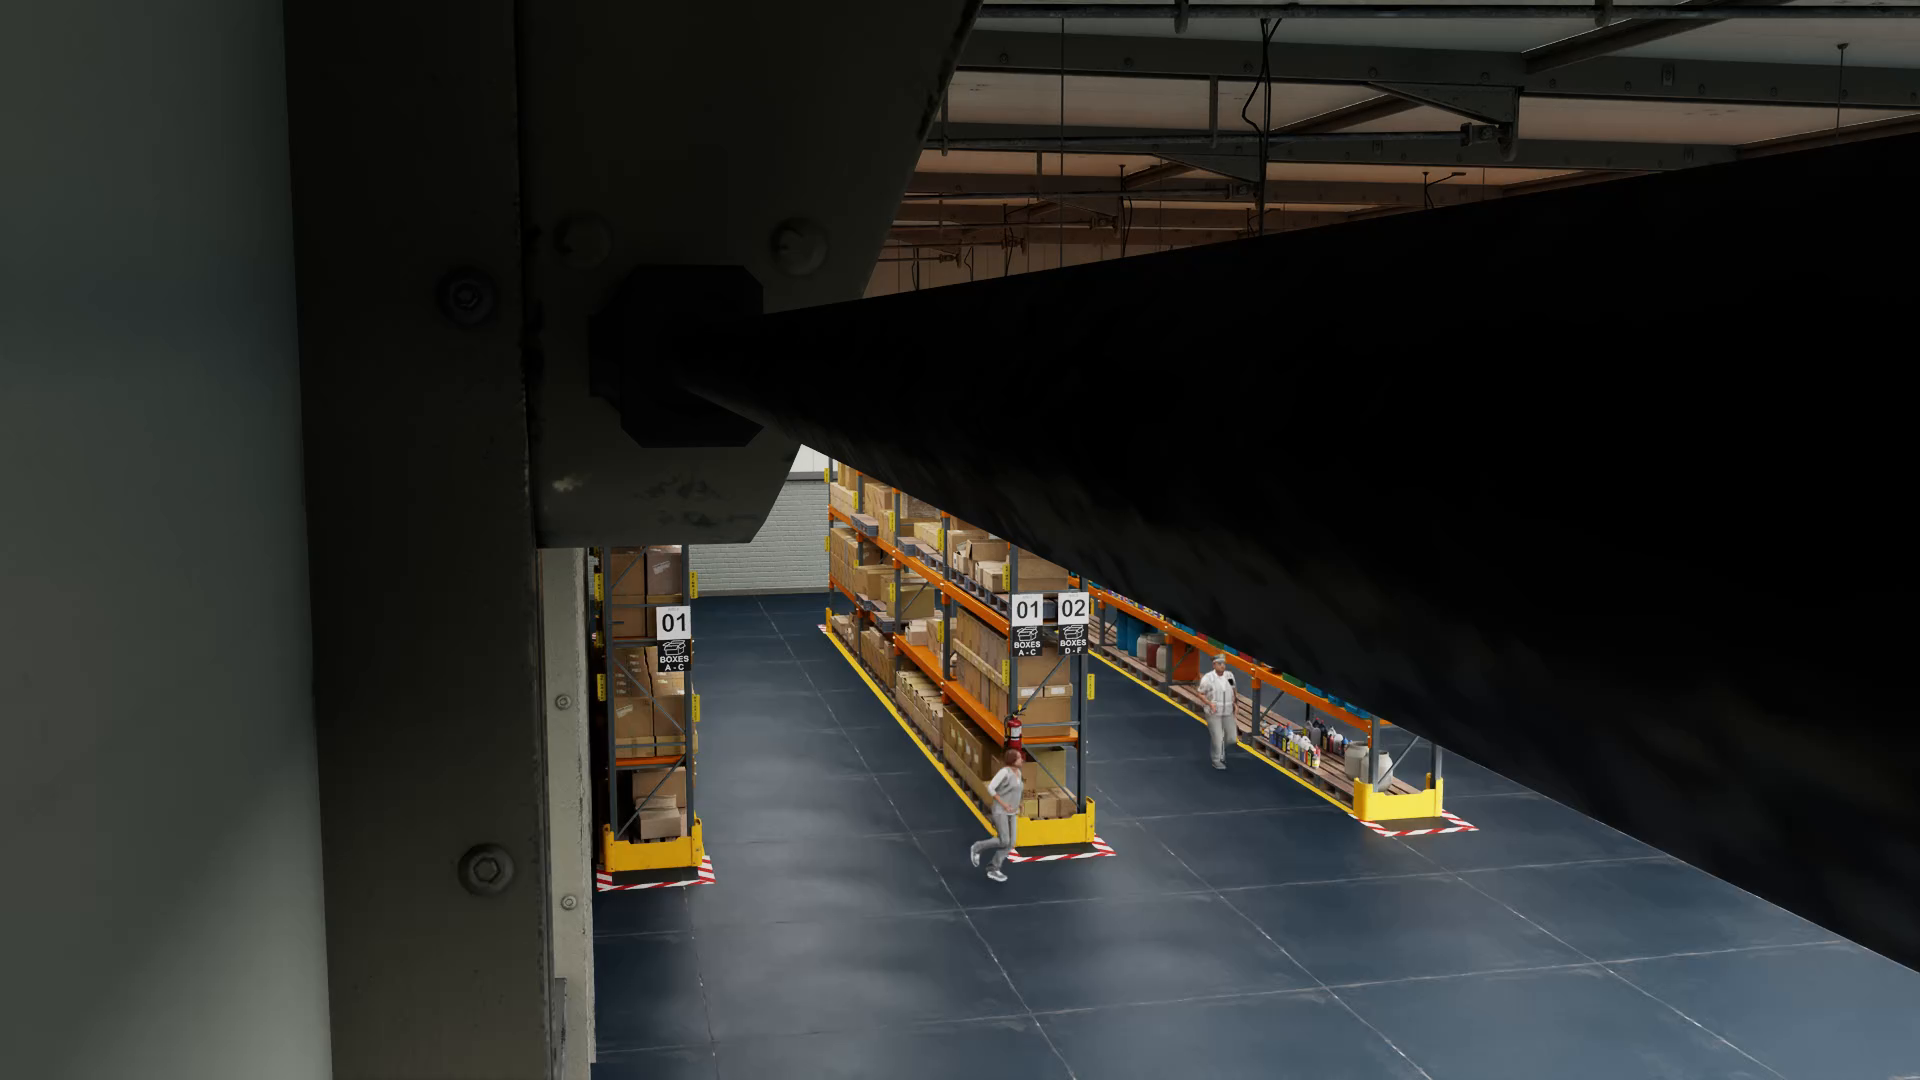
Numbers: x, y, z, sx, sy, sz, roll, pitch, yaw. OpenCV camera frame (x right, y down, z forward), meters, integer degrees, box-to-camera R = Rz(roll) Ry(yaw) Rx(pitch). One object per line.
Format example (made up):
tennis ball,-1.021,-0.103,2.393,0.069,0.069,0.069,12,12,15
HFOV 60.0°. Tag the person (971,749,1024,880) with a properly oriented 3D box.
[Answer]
person,0.491,3.236,19.855,0.566,1.511,0.596,5,9,37

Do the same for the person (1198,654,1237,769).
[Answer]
person,3.860,2.537,24.710,0.640,1.736,0.596,-2,7,-15
